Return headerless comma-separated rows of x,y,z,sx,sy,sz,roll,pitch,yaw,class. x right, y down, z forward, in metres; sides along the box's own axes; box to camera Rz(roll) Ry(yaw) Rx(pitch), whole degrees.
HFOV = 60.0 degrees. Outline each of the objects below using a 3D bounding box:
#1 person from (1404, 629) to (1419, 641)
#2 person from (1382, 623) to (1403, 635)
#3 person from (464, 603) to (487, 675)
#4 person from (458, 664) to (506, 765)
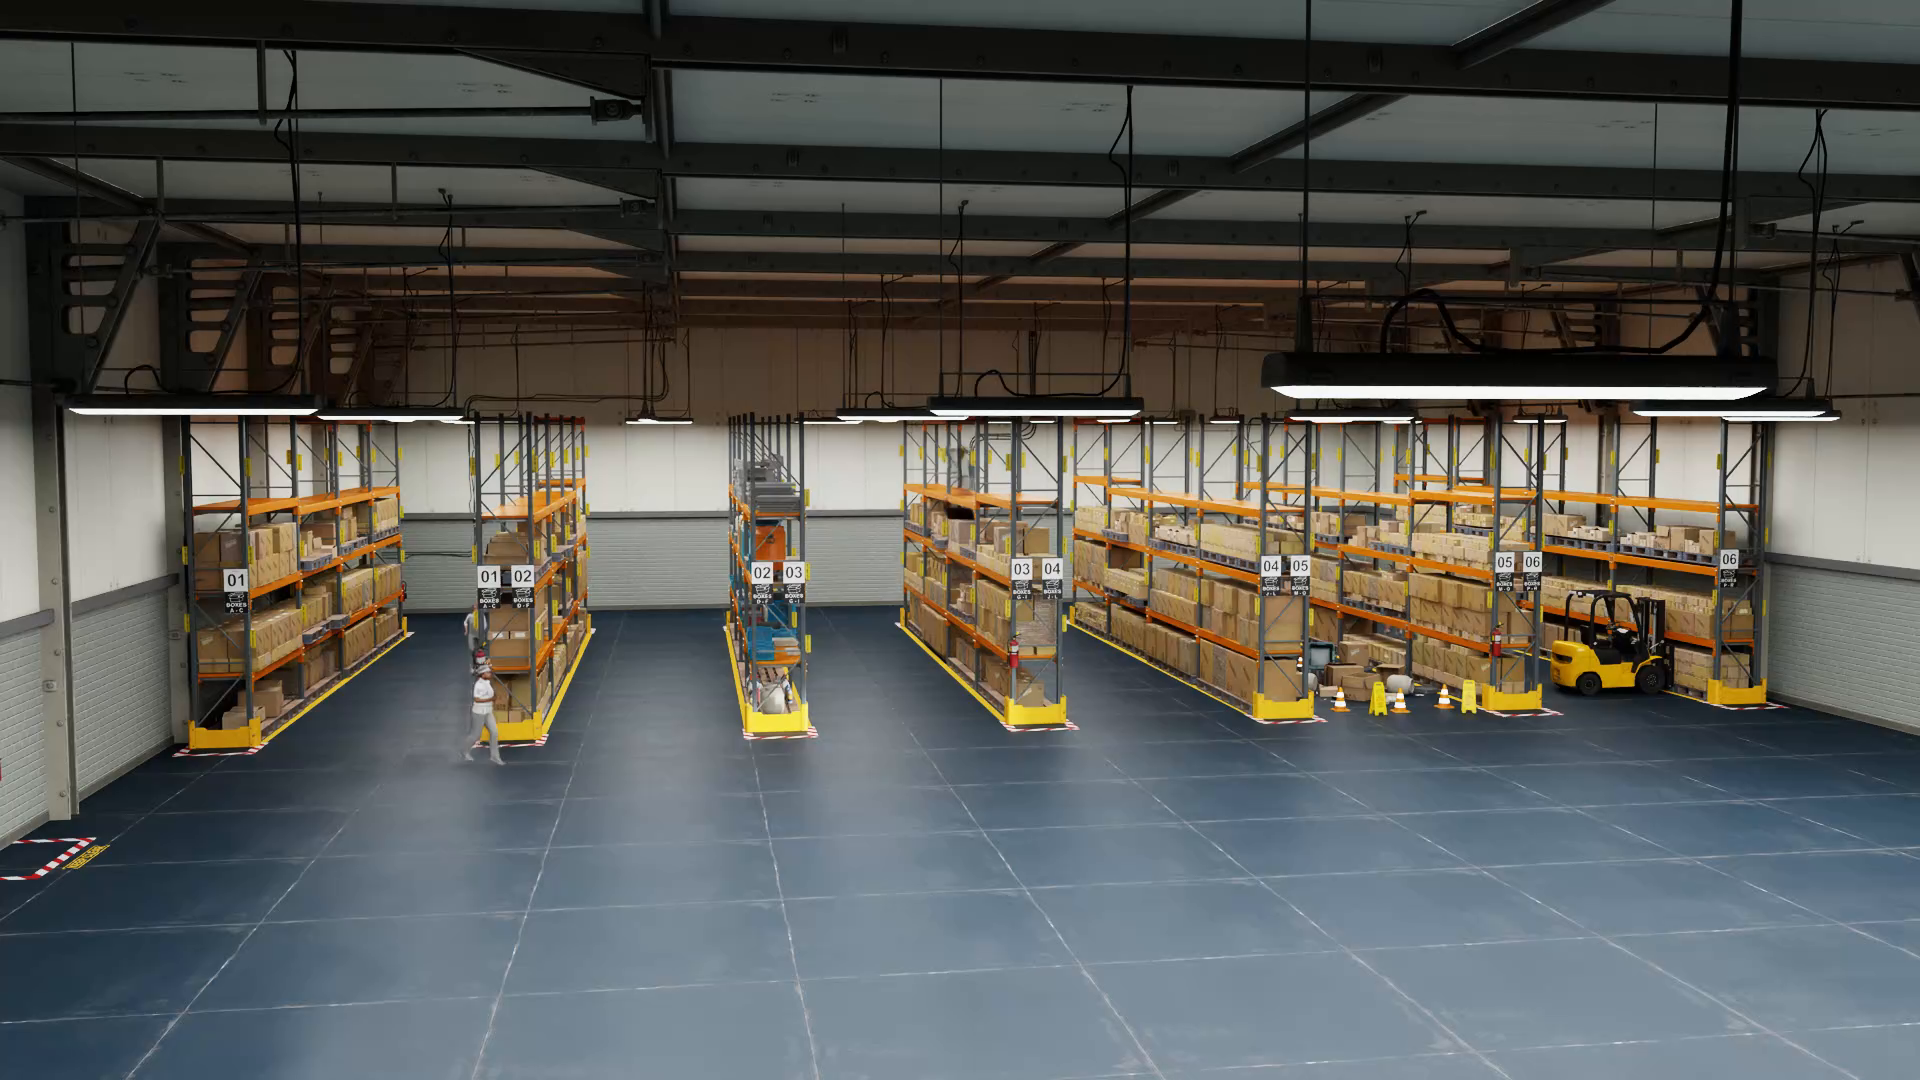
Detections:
11.482,2.064,42.063,0.575,1.670,0.795,-1,4,-17,person
11.837,1.803,45.459,0.520,1.709,0.790,-1,4,-18,person
-11.254,2.294,38.638,0.509,1.648,0.728,-1,4,-14,person
-8.122,2.968,28.145,0.816,1.747,0.555,1,4,9,person
